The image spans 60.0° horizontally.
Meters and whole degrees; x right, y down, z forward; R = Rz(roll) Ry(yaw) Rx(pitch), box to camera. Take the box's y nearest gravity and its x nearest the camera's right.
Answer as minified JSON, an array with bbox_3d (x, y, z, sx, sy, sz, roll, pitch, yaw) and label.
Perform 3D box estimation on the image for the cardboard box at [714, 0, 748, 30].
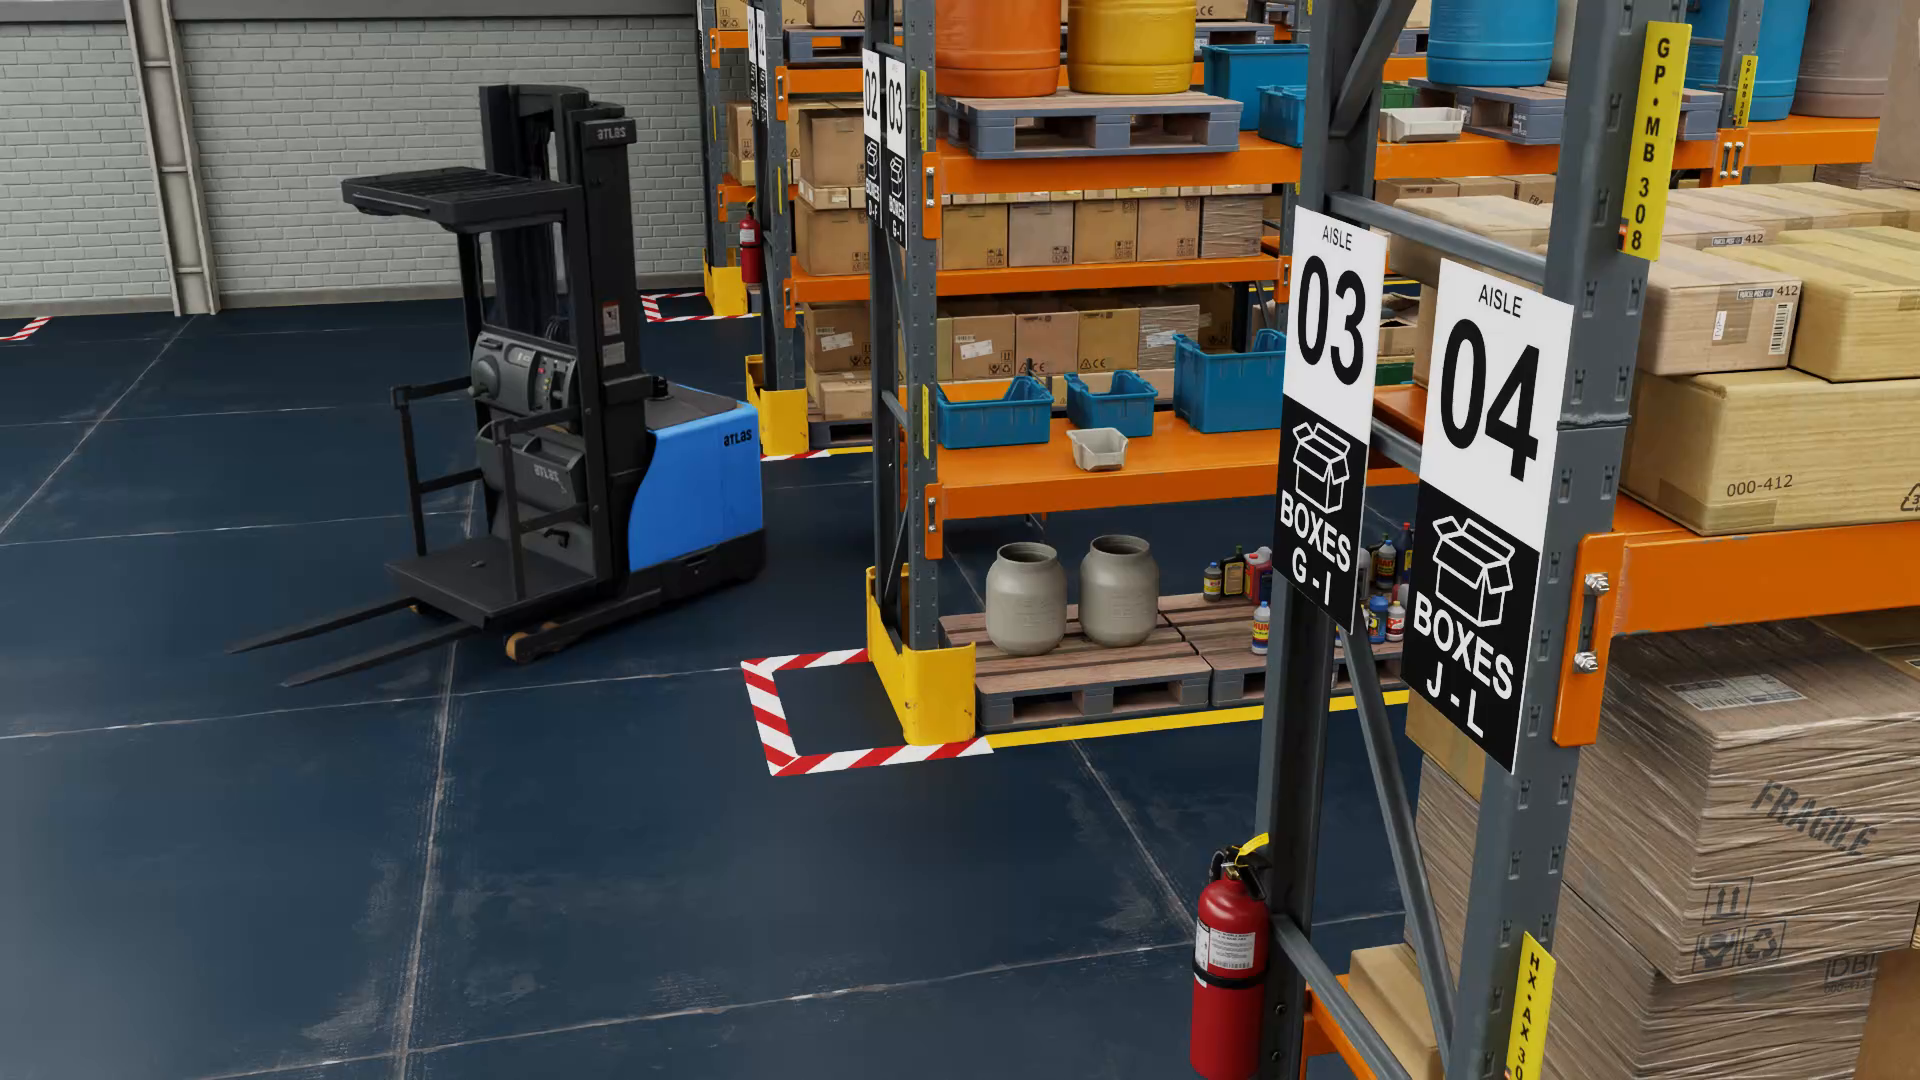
[{"bbox_3d":[-2.174,-5.313,16.422,0.500,0.500,0.500,-4,21,-11],"label":"cardboard box"}]

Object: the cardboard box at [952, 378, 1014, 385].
[{"bbox_3d":[0.132,-1.202,13.121,0.500,0.250,0.500,-5,21,-12],"label":"cardboard box"}]

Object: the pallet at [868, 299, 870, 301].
[{"bbox_3d":[-0.500,-2.750,18.014,1.213,0.211,1.003,-5,21,-12],"label":"pallet"}]

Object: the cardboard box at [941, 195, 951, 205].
[{"bbox_3d":[-0.237,-2.618,12.513,0.250,0.149,0.380,-5,21,-13],"label":"cardboard box"}]

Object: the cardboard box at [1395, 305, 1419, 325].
[{"bbox_3d":[3.930,-1.762,13.836,0.500,0.311,0.500,-5,21,-14],"label":"cardboard box"}]

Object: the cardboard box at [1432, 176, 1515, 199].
[{"bbox_3d":[4.230,-2.748,13.809,0.500,0.500,0.500,-5,21,-12],"label":"cardboard box"}]

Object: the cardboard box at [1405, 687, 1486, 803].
[{"bbox_3d":[1.341,0.286,3.640,0.500,0.500,0.500,-5,21,-12],"label":"cardboard box"}]

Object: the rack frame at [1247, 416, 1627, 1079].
[{"bbox_3d":[0.862,1.069,3.536,0.127,3.000,1.000,-5,21,-12],"label":"rack frame"}]

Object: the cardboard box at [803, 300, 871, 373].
[{"bbox_3d":[-0.960,-1.648,13.249,0.500,0.500,0.500,-5,21,-12],"label":"cardboard box"}]

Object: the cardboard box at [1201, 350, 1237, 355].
[{"bbox_3d":[2.078,-1.360,13.554,0.500,0.250,0.500,-5,21,-12],"label":"cardboard box"}]

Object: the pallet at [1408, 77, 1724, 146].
[{"bbox_3d":[2.936,-2.136,8.198,1.003,0.211,1.213,-5,21,-12],"label":"pallet"}]

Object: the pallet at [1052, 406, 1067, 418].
[{"bbox_3d":[0.506,-1.108,13.532,1.213,0.211,1.003,-5,21,-12],"label":"pallet"}]

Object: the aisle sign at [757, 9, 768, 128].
[{"bbox_3d":[-1.407,-3.360,11.848,0.004,0.787,0.394,-5,21,-12],"label":"aisle sign"}]

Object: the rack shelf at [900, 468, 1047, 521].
[{"bbox_3d":[0.007,-0.299,10.707,1.000,0.278,0.538,-5,21,-12],"label":"rack shelf"}]

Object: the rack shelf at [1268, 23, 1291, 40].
[{"bbox_3d":[3.282,-5.451,18.019,4.000,0.370,1.077,-5,21,-12],"label":"rack shelf"}]

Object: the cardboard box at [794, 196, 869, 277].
[{"bbox_3d":[-0.956,-2.327,12.661,0.500,0.500,0.700,-5,21,-12],"label":"cardboard box"}]

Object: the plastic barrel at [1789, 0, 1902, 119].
[{"bbox_3d":[4.697,-2.714,8.774,0.600,0.901,0.600,0,20,0],"label":"plastic barrel"}]

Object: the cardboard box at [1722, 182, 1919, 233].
[{"bbox_3d":[1.821,-0.650,3.507,0.250,0.149,0.380,-5,21,-12],"label":"cardboard box"}]

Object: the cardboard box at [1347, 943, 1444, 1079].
[{"bbox_3d":[1.092,1.095,3.829,0.250,0.149,0.380,-5,21,-12],"label":"cardboard box"}]

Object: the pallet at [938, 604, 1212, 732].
[{"bbox_3d":[0.578,0.636,8.772,1.213,0.211,1.003,-5,21,-12],"label":"pallet"}]

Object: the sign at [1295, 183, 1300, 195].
[{"bbox_3d":[2.608,-2.822,12.784,0.005,0.325,0.100,-5,21,-12],"label":"sign"}]

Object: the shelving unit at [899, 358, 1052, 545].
[{"bbox_3d":[0.007,-0.529,10.623,1.048,1.125,0.538,-5,21,-12],"label":"shelving unit"}]

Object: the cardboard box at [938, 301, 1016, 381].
[{"bbox_3d":[0.129,-1.558,13.003,0.500,0.500,0.500,-5,21,-12],"label":"cardboard box"}]

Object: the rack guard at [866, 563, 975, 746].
[{"bbox_3d":[-0.214,0.563,8.551,0.348,0.500,1.175,-5,21,-12],"label":"rack guard"}]

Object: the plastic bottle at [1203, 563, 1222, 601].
[{"bbox_3d":[1.409,0.226,9.265,0.097,0.201,0.097,0,20,0],"label":"plastic bottle"}]

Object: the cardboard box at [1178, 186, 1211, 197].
[{"bbox_3d":[1.768,-2.782,12.960,0.250,0.149,0.380,-5,21,-14],"label":"cardboard box"}]

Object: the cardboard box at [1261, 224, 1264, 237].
[{"bbox_3d":[3.045,-3.403,18.738,0.500,0.500,0.700,-4,21,-12],"label":"cardboard box"}]

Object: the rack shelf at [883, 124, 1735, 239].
[{"bbox_3d":[1.669,-1.818,8.102,4.000,0.370,1.077,-5,21,-12],"label":"rack shelf"}]

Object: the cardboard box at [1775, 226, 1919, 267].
[{"bbox_3d":[1.675,-0.450,2.960,0.250,0.149,0.380,-5,21,-13],"label":"cardboard box"}]

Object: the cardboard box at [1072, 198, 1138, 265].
[{"bbox_3d":[1.048,-2.491,13.110,0.500,0.500,0.700,-4,21,-12],"label":"cardboard box"}]

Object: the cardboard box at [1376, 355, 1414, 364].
[{"bbox_3d":[3.426,-1.459,13.824,0.500,0.250,0.500,-4,21,-11],"label":"cardboard box"}]

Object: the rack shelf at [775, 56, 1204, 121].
[{"bbox_3d":[0.533,-3.476,12.629,4.000,0.370,1.077,-5,21,-12],"label":"rack shelf"}]

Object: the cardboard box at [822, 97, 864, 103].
[{"bbox_3d":[-1.153,-4.384,17.520,0.500,0.500,0.500,-5,21,-14],"label":"cardboard box"}]

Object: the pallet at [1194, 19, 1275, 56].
[{"bbox_3d":[1.655,-3.855,12.745,1.213,0.211,1.003,-5,21,-12],"label":"pallet"}]

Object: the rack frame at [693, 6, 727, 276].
[{"bbox_3d":[-2.557,-3.905,17.115,0.127,3.000,1.000,-5,21,-12],"label":"rack frame"}]

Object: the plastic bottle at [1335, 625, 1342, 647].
[{"bbox_3d":[1.990,0.411,8.658,0.097,0.271,0.097,0,20,0],"label":"plastic bottle"}]

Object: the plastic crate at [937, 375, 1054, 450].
[{"bbox_3d":[0.141,-0.659,8.469,0.616,0.251,0.499,-5,21,-12],"label":"plastic crate"}]

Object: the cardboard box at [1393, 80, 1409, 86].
[{"bbox_3d":[4.899,-5.059,18.537,0.250,0.149,0.380,-7,21,-20],"label":"cardboard box"}]

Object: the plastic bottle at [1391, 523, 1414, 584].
[{"bbox_3d":[2.550,0.071,9.470,0.185,0.351,0.144,-6,21,-15],"label":"plastic bottle"}]

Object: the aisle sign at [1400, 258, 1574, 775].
[{"bbox_3d":[0.871,-0.047,2.801,0.004,0.787,0.394,-5,21,-12],"label":"aisle sign"}]

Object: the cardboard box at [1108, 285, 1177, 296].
[{"bbox_3d":[1.471,-1.848,13.796,0.500,0.500,0.500,-5,21,-12],"label":"cardboard box"}]

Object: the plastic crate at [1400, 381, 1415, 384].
[{"bbox_3d":[2.601,-0.657,8.465,0.616,0.251,0.499,-5,21,-12],"label":"plastic crate"}]

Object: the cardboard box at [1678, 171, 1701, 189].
[{"bbox_3d":[8.518,-3.948,19.746,0.750,0.750,0.750,-4,21,-12],"label":"cardboard box"}]

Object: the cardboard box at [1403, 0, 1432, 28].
[{"bbox_3d":[3.615,-4.189,13.137,0.500,0.250,0.500,-7,21,-18],"label":"cardboard box"}]

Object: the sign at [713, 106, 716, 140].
[{"bbox_3d":[-2.432,-4.130,16.470,0.005,0.325,0.100,-5,21,-12],"label":"sign"}]

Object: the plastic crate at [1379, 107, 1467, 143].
[{"bbox_3d":[2.146,-1.928,7.739,0.396,0.136,0.243,-5,21,-12],"label":"plastic crate"}]

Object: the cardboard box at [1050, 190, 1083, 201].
[{"bbox_3d":[0.770,-2.700,12.737,0.250,0.149,0.380,-4,20,-11],"label":"cardboard box"}]

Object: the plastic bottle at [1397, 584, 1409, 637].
[{"bbox_3d":[2.395,0.366,8.774,0.135,0.276,0.152,-4,21,-11],"label":"plastic bottle"}]

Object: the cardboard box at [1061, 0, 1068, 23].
[{"bbox_3d":[0.847,-4.196,12.583,0.637,0.503,0.797,-2,20,-6],"label":"cardboard box"}]

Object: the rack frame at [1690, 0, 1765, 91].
[{"bbox_3d":[3.615,-3.723,7.894,0.127,3.000,1.000,-5,21,-12],"label":"rack frame"}]

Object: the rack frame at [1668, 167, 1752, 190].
[{"bbox_3d":[6.372,-2.881,14.318,0.127,3.000,1.000,-5,21,-12],"label":"rack frame"}]

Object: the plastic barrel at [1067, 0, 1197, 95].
[{"bbox_3d":[0.803,-2.416,7.804,0.600,0.588,0.600,0,20,0],"label":"plastic barrel"}]

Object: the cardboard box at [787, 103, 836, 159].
[{"bbox_3d":[-1.540,-4.169,16.934,0.500,0.500,0.500,-5,21,-12],"label":"cardboard box"}]

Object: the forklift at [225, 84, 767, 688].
[{"bbox_3d":[-2.547,-0.906,9.027,1.130,2.935,3.031,17,26,39],"label":"forklift"}]

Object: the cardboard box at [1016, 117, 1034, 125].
[{"bbox_3d":[0.583,-3.064,12.786,0.500,0.500,0.700,-5,21,-12],"label":"cardboard box"}]
